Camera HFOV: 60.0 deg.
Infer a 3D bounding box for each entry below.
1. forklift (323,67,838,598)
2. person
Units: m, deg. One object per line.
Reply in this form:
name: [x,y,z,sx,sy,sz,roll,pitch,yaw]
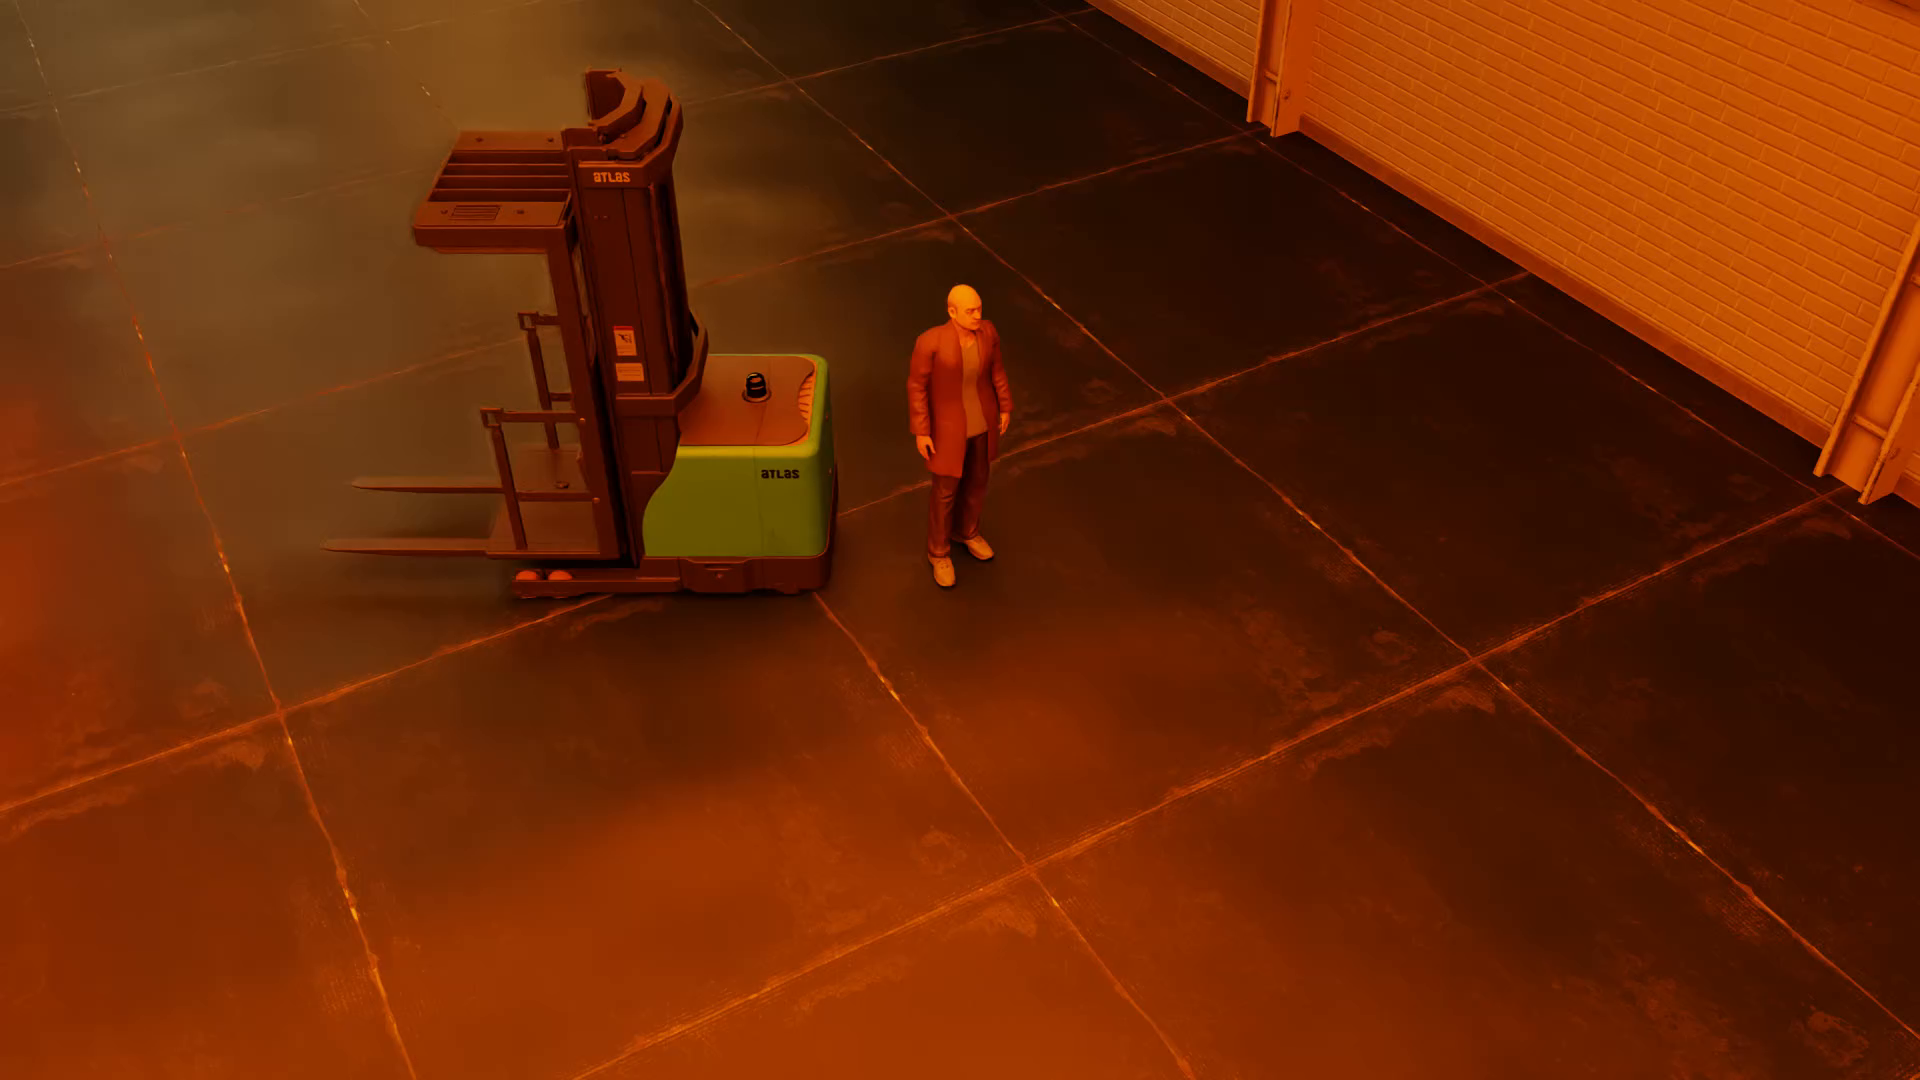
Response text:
forklift: [-2.291,-1.119,9.385,3.031,2.935,1.130,0,40,0]
person: [0.058,-0.630,9.700,0.699,1.777,0.548,-21,44,-23]
